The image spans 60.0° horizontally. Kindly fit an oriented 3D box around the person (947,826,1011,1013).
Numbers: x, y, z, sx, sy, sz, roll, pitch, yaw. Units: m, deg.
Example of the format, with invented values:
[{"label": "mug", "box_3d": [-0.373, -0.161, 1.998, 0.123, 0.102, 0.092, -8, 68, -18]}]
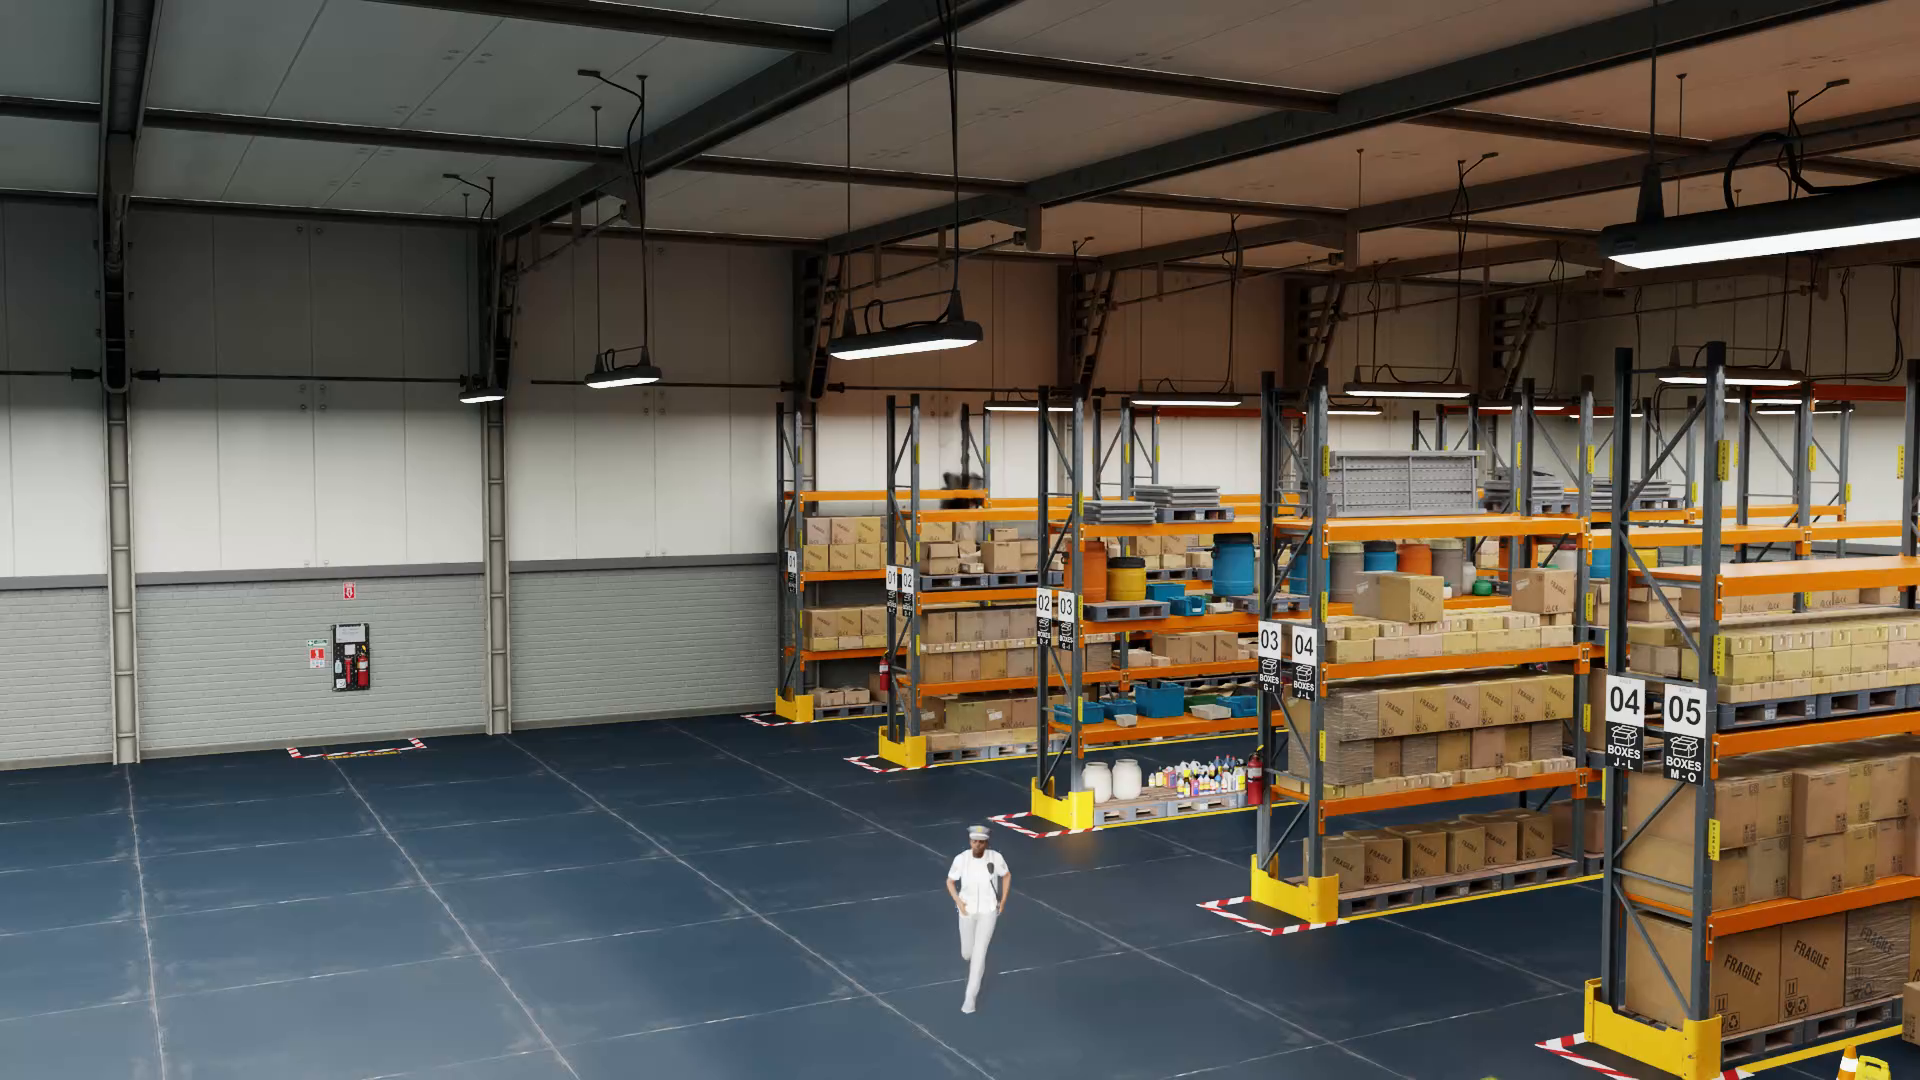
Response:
[{"label": "person", "box_3d": [0.175, 3.462, 15.532, 0.599, 1.686, 0.855, 0, 3, 5]}]
